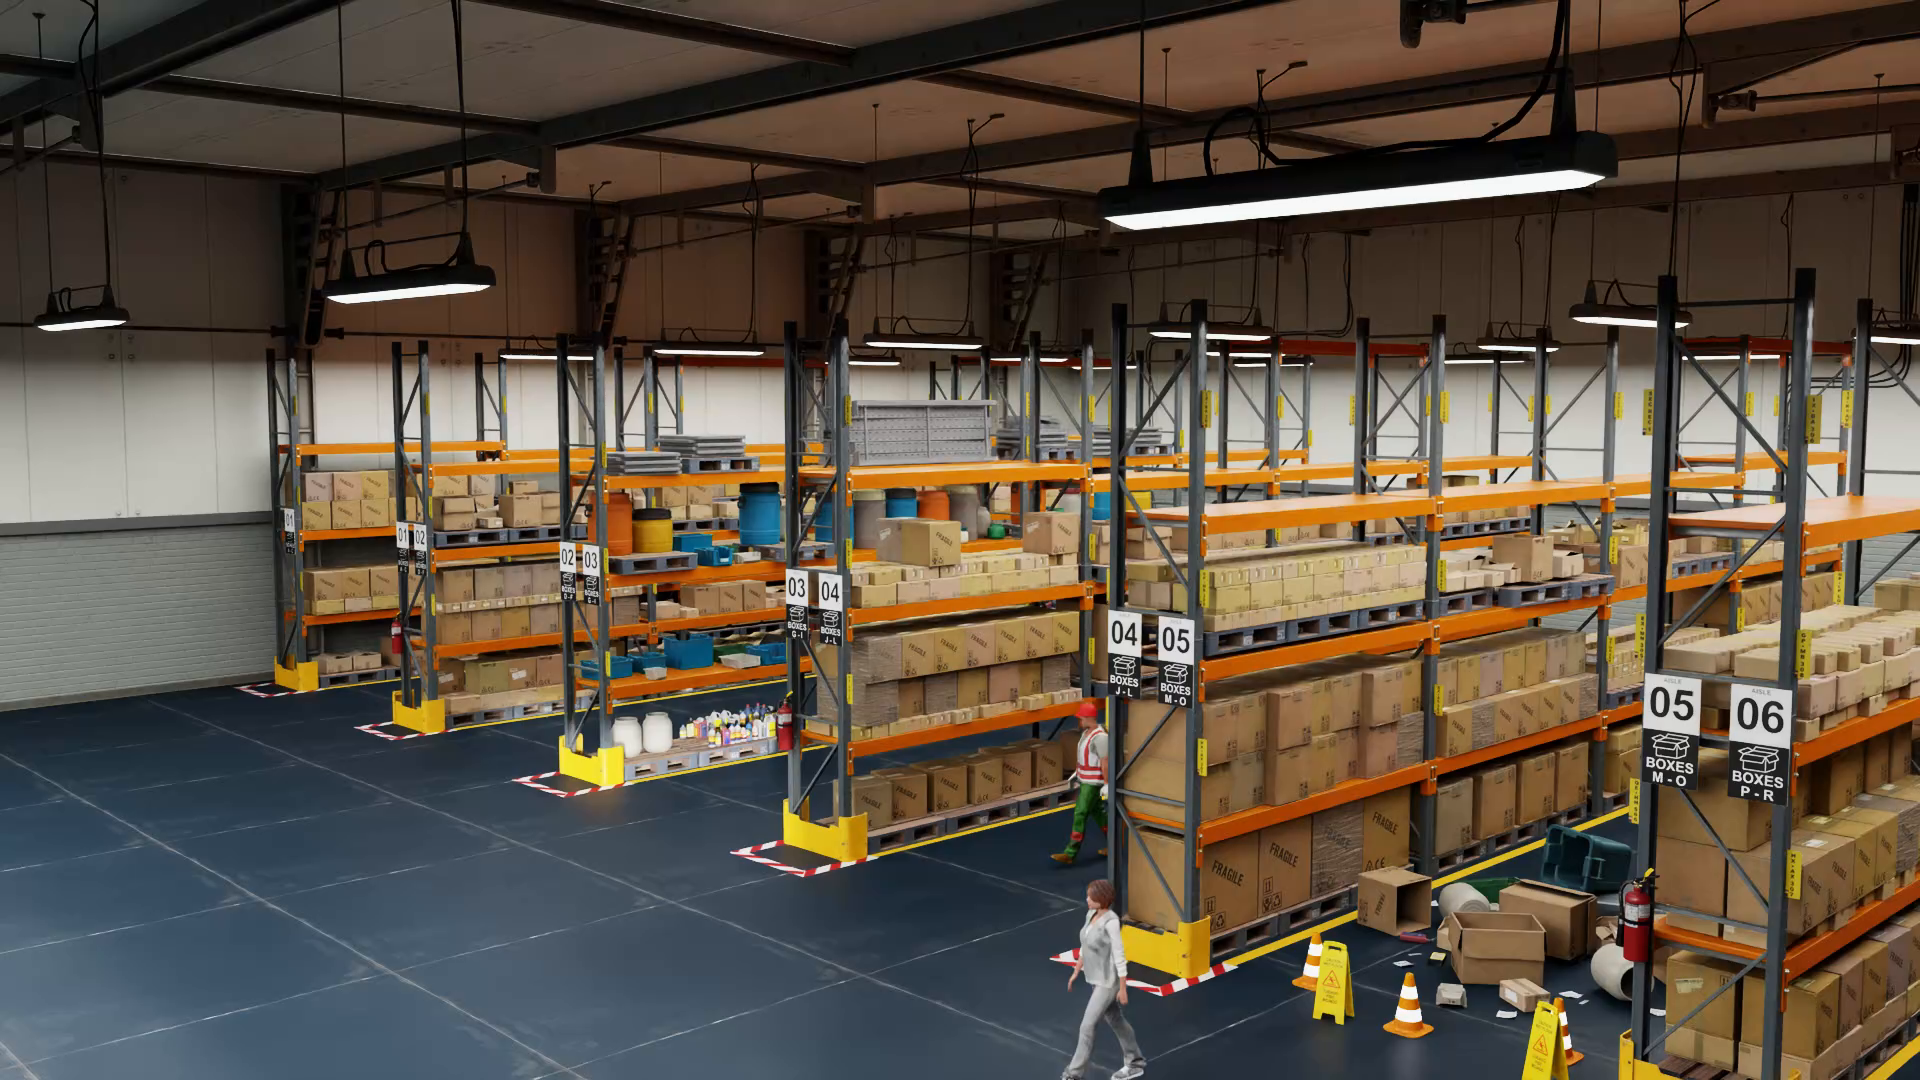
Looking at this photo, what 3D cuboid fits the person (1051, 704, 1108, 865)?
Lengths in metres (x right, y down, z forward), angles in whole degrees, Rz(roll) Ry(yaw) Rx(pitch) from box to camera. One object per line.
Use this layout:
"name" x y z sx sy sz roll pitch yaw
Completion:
"person" 1.393 2.691 18.512 0.913 1.751 0.620 -1 5 -12

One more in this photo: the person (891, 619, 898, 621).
"person" -1.058 1.442 30.892 0.609 1.565 1.067 5 7 43

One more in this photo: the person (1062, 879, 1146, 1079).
"person" 0.999 3.294 12.374 0.856 1.563 0.448 -1 5 -15
